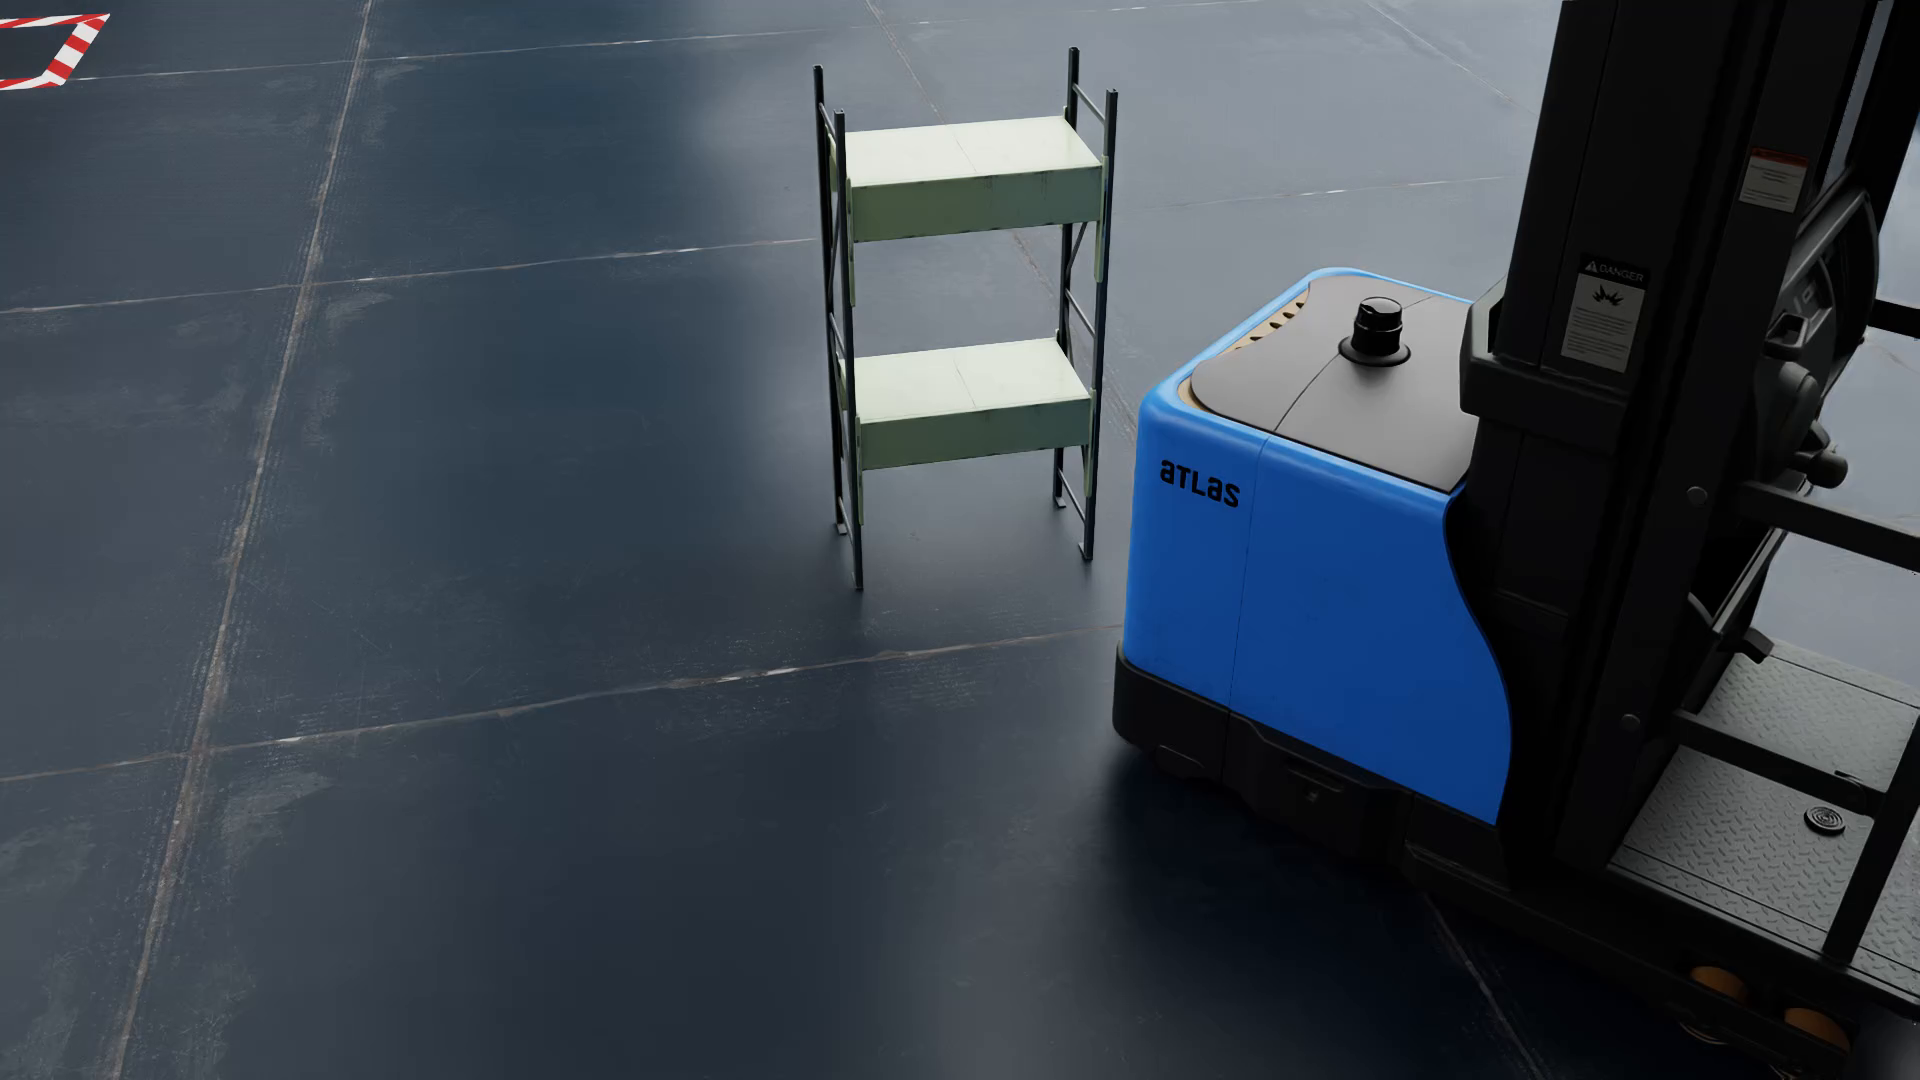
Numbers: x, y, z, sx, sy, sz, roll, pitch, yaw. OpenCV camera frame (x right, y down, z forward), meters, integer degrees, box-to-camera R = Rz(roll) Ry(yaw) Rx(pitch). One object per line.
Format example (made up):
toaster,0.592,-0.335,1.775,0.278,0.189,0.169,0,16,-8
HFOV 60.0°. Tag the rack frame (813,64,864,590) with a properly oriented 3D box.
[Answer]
rack frame,-0.350,-0.579,4.838,0.023,1.500,0.400,-7,35,-11

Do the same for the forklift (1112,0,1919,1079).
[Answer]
forklift,1.890,-0.380,3.258,3.031,2.935,1.130,23,40,30

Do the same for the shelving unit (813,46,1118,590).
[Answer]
shelving unit,0.007,-0.624,4.905,0.755,1.500,0.431,-7,35,-11

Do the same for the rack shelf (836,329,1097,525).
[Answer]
rack shelf,0.007,-0.353,5.087,0.720,0.370,0.431,-7,35,-11

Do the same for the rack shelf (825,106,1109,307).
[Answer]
rack shelf,0.007,-0.948,4.688,0.720,0.370,0.431,-7,35,-11

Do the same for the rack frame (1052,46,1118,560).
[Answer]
rack frame,0.364,-0.669,4.972,0.023,1.500,0.400,-7,35,-11
